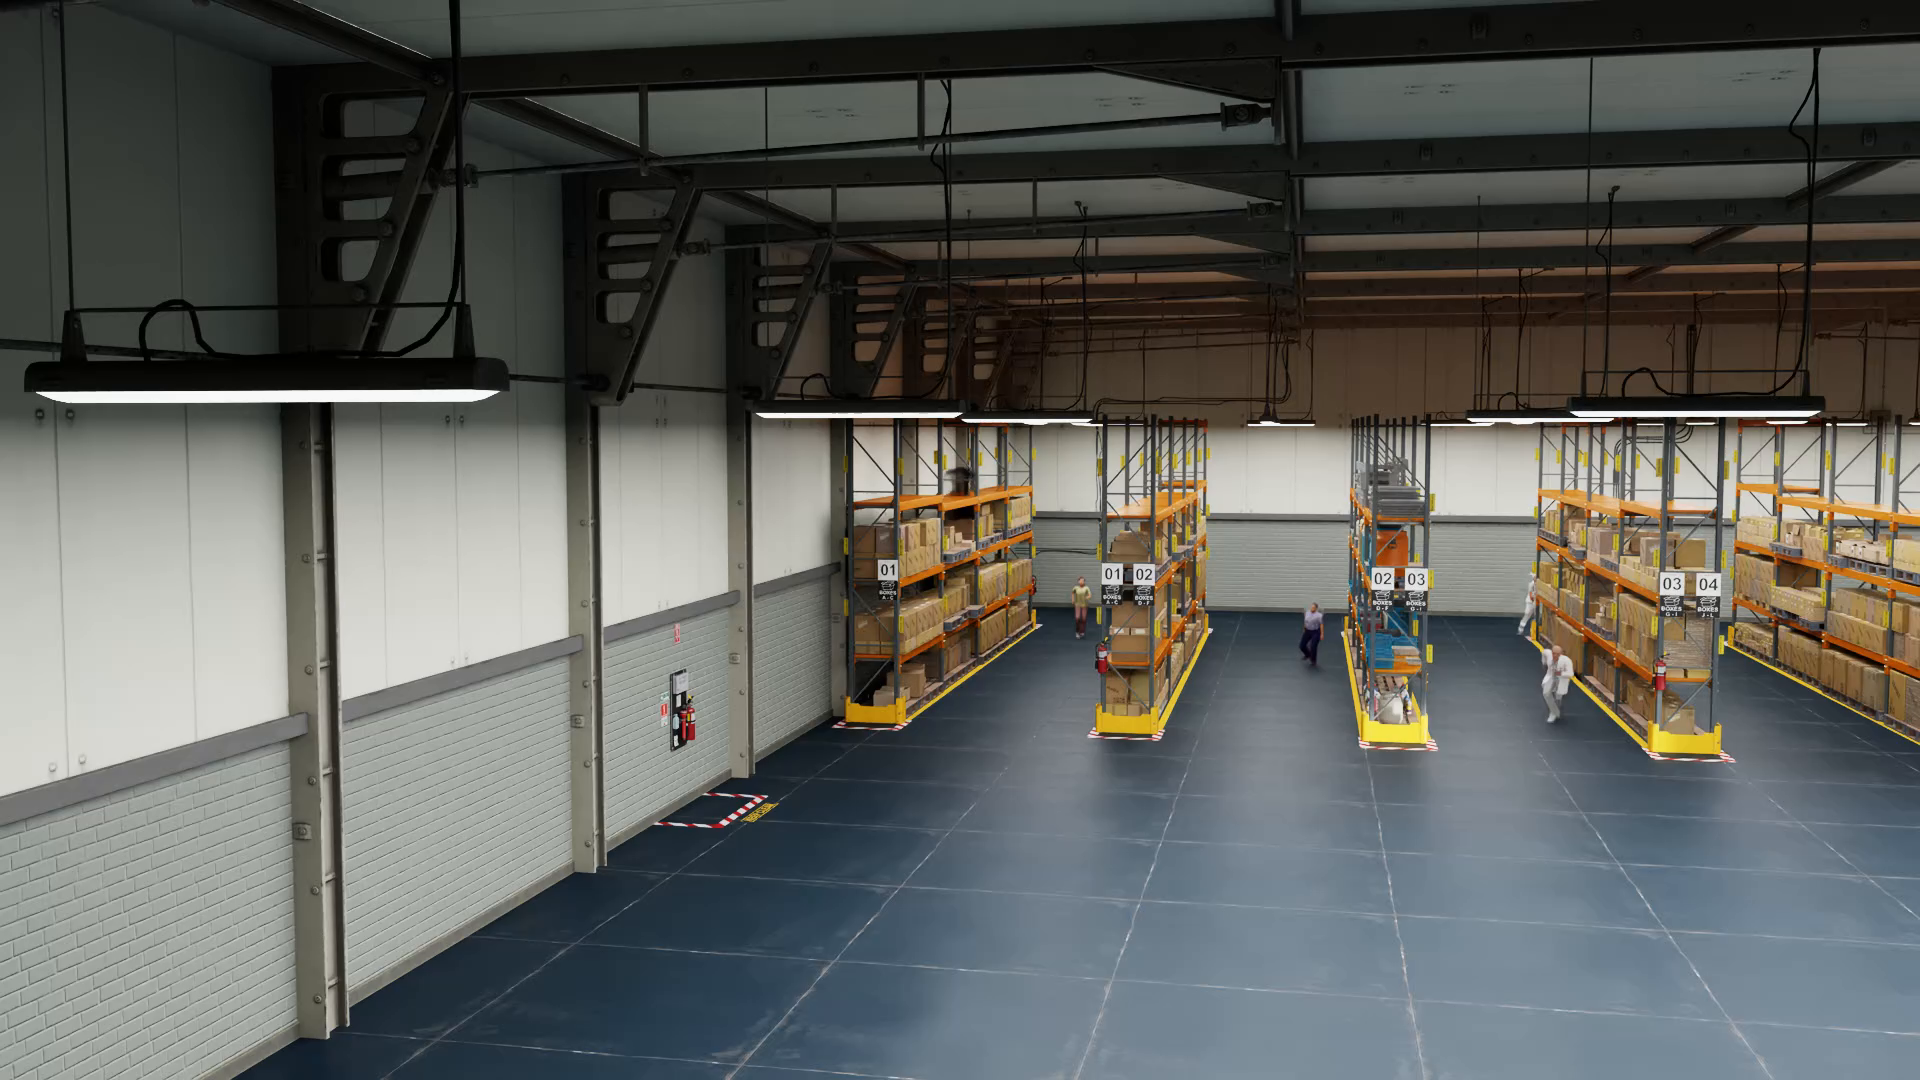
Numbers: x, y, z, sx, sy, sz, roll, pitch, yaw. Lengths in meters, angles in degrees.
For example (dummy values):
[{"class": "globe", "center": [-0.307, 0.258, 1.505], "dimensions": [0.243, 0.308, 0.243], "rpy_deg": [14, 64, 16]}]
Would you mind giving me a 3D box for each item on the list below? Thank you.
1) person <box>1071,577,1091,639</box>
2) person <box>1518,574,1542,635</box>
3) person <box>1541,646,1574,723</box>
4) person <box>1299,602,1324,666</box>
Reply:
[{"class": "person", "center": [3.323, 1.851, 45.629], "dimensions": [0.548, 1.688, 0.689], "rpy_deg": [0, 4, 3]}, {"class": "person", "center": [15.883, 1.771, 46.243], "dimensions": [0.615, 1.767, 0.698], "rpy_deg": [3, 5, 37]}, {"class": "person", "center": [11.710, 2.796, 32.585], "dimensions": [0.693, 1.557, 1.240], "rpy_deg": [2, 4, 29]}, {"class": "person", "center": [8.538, 2.254, 40.245], "dimensions": [0.754, 1.570, 0.593], "rpy_deg": [3, 5, 39]}]
